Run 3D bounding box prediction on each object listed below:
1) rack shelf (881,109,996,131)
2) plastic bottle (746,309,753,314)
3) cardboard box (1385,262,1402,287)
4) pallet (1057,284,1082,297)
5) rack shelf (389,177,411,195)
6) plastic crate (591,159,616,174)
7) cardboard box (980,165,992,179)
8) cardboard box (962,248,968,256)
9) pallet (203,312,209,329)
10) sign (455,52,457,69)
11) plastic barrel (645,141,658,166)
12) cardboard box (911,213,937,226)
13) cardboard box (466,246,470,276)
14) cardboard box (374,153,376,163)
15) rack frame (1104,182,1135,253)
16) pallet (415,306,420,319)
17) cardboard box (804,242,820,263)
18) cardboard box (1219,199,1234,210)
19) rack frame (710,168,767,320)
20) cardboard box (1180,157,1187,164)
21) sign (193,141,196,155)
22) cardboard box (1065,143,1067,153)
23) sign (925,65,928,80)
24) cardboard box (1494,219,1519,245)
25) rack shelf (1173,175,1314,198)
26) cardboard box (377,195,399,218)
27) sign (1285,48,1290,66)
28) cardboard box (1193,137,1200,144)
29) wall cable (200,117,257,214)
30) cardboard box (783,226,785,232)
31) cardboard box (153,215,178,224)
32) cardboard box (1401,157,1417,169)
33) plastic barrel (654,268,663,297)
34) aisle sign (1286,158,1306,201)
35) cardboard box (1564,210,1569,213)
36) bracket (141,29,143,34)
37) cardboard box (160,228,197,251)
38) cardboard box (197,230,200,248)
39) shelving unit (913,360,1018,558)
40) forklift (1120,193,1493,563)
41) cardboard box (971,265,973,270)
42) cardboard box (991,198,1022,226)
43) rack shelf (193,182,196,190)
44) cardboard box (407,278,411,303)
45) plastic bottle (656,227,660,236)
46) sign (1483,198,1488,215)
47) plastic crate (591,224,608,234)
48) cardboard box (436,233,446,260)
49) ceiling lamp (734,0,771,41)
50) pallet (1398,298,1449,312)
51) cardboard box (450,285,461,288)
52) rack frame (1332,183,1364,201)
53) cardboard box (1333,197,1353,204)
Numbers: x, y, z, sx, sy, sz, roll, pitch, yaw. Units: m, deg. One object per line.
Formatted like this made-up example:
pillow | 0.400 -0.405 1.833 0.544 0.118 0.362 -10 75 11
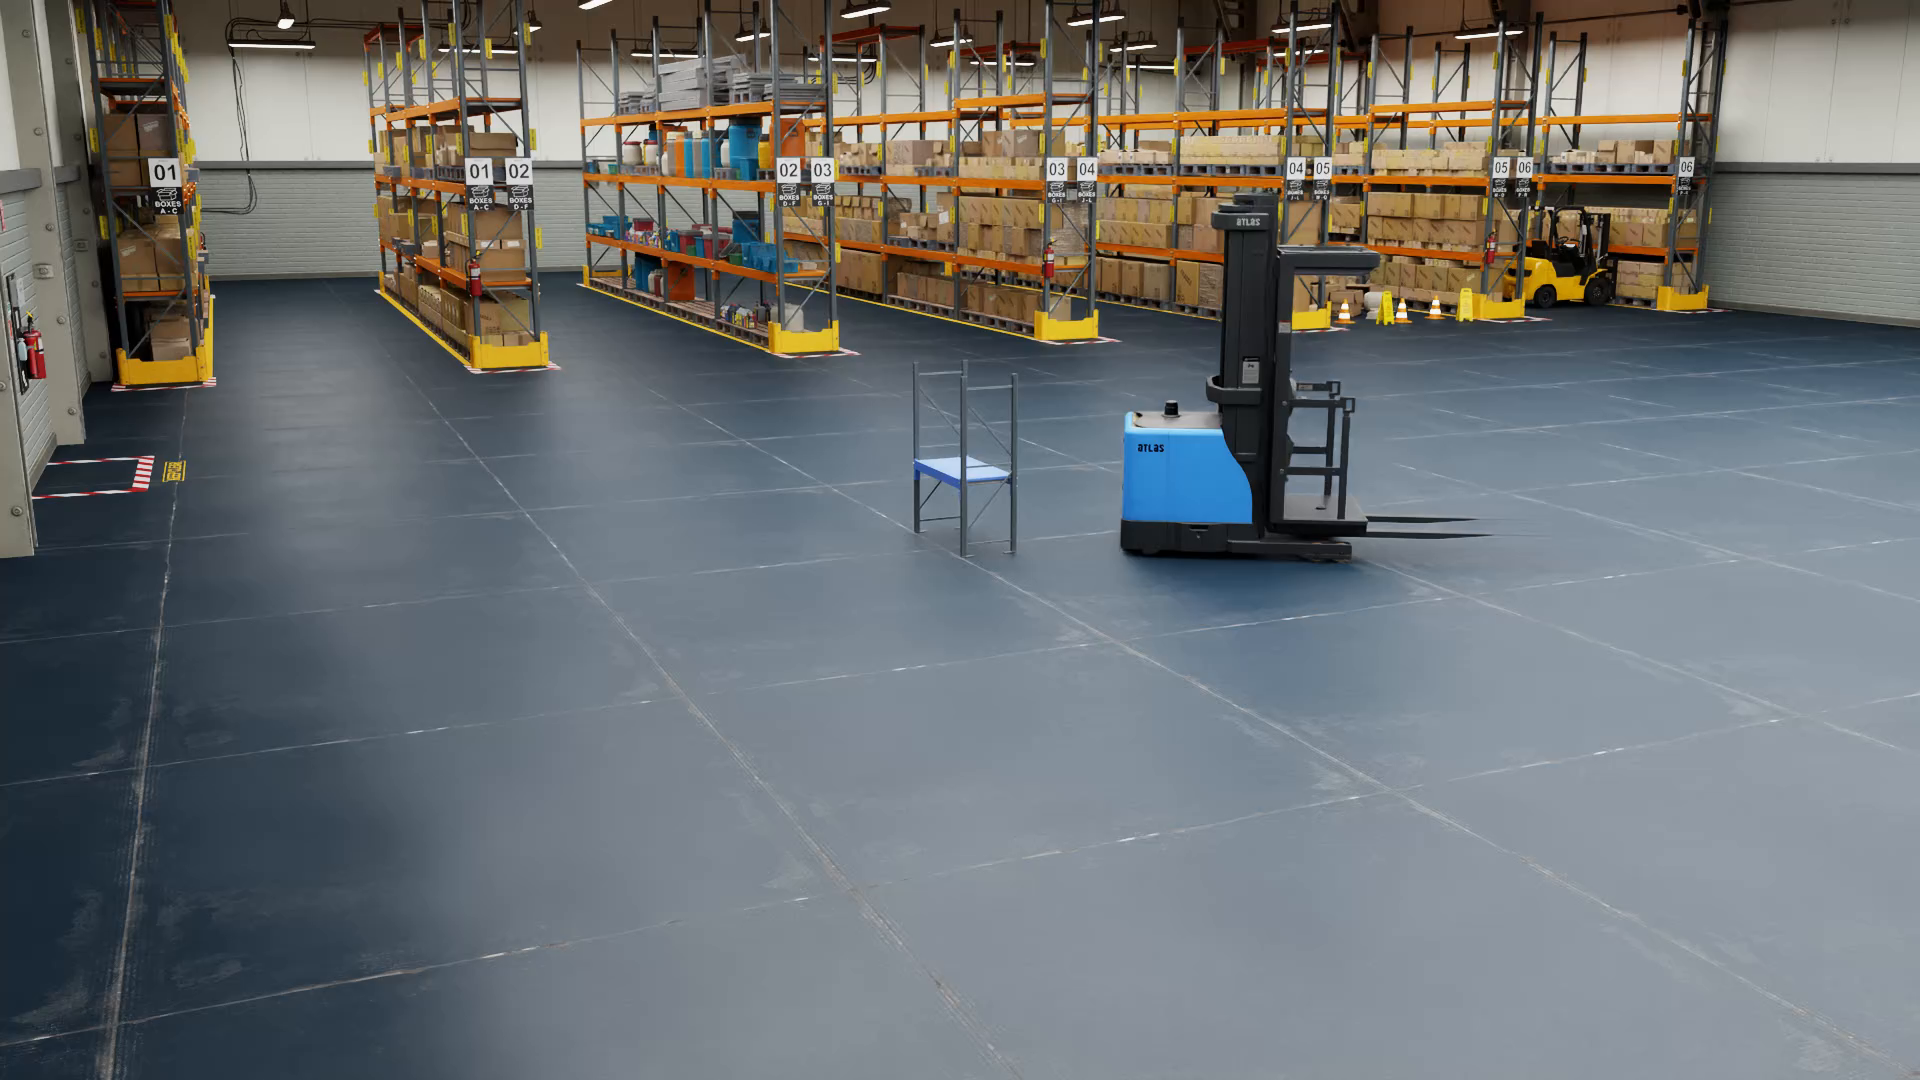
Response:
rack shelf | -0.442 -8.732 34.625 1.077 0.370 4.000 -6 14 -23
plastic bottle | -3.864 -4.069 30.364 0.152 0.276 0.135 -6 14 -23
cardboard box | 9.654 -5.811 36.330 0.500 0.500 0.500 -5 14 -21
pallet | 3.030 -5.998 39.818 1.003 0.211 1.213 -6 14 -23
rack shelf | -11.123 -7.398 34.626 1.077 0.370 4.000 -6 14 -23
plastic crate | -8.626 -9.064 40.366 0.504 0.338 0.767 -6 14 -23
cardboard box | 0.711 -7.001 31.649 0.500 0.250 0.500 -6 14 -25
cardboard box | 0.258 -5.695 32.880 0.380 0.149 0.250 -6 14 -23
pallet | -15.106 -4.237 32.209 1.003 0.211 1.213 -6 14 -23
sign | -9.814 -9.380 32.518 0.100 0.325 0.005 -6 14 -23
plastic barrel | -6.630 -8.406 36.150 0.433 0.535 0.433 0 13 0
cardboard box | -0.675 -6.807 35.976 0.700 0.500 0.500 -3 13 -15
cardboard box | -7.700 -4.579 27.279 0.700 0.500 0.500 -6 14 -23
cardboard box | -13.559 -9.029 39.301 0.500 0.250 0.500 -6 14 -23
rack frame | 4.632 -9.316 47.969 1.000 3.000 0.127 -6 14 -23
pallet | -10.586 -4.673 34.093 1.003 0.211 1.213 -6 14 -23
cardboard box | -3.397 -7.093 42.147 0.875 0.875 0.875 -6 14 -23
cardboard box | 5.697 -6.553 33.302 0.875 0.550 0.500 -6 14 -23
rack frame | -4.179 -5.494 31.457 1.000 3.000 0.127 -6 14 -23
cardboard box | 4.779 -7.855 34.409 0.380 0.149 0.250 -6 14 -24
sign | -17.561 -8.979 38.073 0.100 0.325 0.005 -6 14 -23
cardboard box | 2.408 -9.402 39.770 0.396 0.266 0.258 -6 14 -23
sign | -0.750 -10.235 36.390 0.100 0.325 0.005 -6 14 -23
cardboard box | 11.106 -6.327 34.173 0.500 0.500 0.500 -6 14 -24
rack shelf | 5.745 -7.066 33.193 1.077 0.370 4.000 -6 14 -23
cardboard box | -13.590 -7.947 39.616 0.500 0.500 0.500 -5 14 -21
sign | 6.044 -8.913 30.675 0.100 0.325 0.005 -6 14 -23
cardboard box | 4.983 -8.139 33.866 0.380 0.149 0.250 -6 14 -23
wall cable | -20.002 -9.689 43.164 3.097 2.526 0.112 -6 14 -23
cardboard box | -4.401 -8.090 43.227 0.380 0.149 0.250 -6 14 -24
cardboard box | -14.551 -5.871 30.449 0.380 0.149 0.250 -8 15 -32
cardboard box | 9.769 -8.044 35.494 0.500 0.250 0.500 -5 14 -22
plastic barrel | -6.445 -5.683 36.690 0.600 0.588 0.708 -6 14 -23
aisle sign | 6.300 -6.767 31.191 0.394 0.787 0.004 -6 14 -23
cardboard box | 14.140 -7.605 38.257 0.380 0.149 0.250 -6 14 -24
bracket | -20.728 -12.842 41.917 0.235 0.232 0.430 -6 14 -23
cardboard box | -12.784 -4.832 27.219 0.500 0.500 0.500 -6 14 -23
cardboard box | -16.663 -6.512 35.189 0.980 0.700 0.700 -5 14 -22
shelving unit | 0.034 -0.713 14.125 0.538 1.500 1.048 -6 14 -23
forklift | 2.884 -1.366 13.770 3.031 2.935 1.130 1 13 6
cardboard box | 0.531 -7.322 44.746 0.380 0.149 0.250 -6 14 -23
cardboard box | 0.918 -6.198 31.397 0.500 0.500 0.500 -6 14 -23
rack shelf | -17.262 -7.776 36.260 1.077 0.370 4.000 -6 14 -23
cardboard box | -11.334 -5.257 35.001 0.500 0.500 0.500 -6 14 -25
plastic bottle | -6.848 -6.950 37.855 0.144 0.351 0.185 -6 14 -23
sign | 10.525 -6.682 33.322 0.100 0.325 0.005 -6 14 -23
plastic crate | -8.925 -7.704 41.244 0.416 0.233 0.300 -6 14 -23
cardboard box | -9.634 -5.578 31.595 0.500 0.500 0.500 -6 15 -26
ceiling lamp | -4.485 -12.994 37.611 0.800 3.185 2.000 -6 14 -23
pallet | 10.233 -5.090 35.895 1.003 0.211 1.213 -6 14 -23
cardboard box | -9.672 -4.820 32.464 0.500 0.311 0.500 -6 14 -24
rack frame | 10.781 -8.939 46.339 1.000 3.000 0.127 -6 14 -23
cardboard box | 8.759 -7.767 38.026 0.380 0.149 0.250 -6 14 -25
